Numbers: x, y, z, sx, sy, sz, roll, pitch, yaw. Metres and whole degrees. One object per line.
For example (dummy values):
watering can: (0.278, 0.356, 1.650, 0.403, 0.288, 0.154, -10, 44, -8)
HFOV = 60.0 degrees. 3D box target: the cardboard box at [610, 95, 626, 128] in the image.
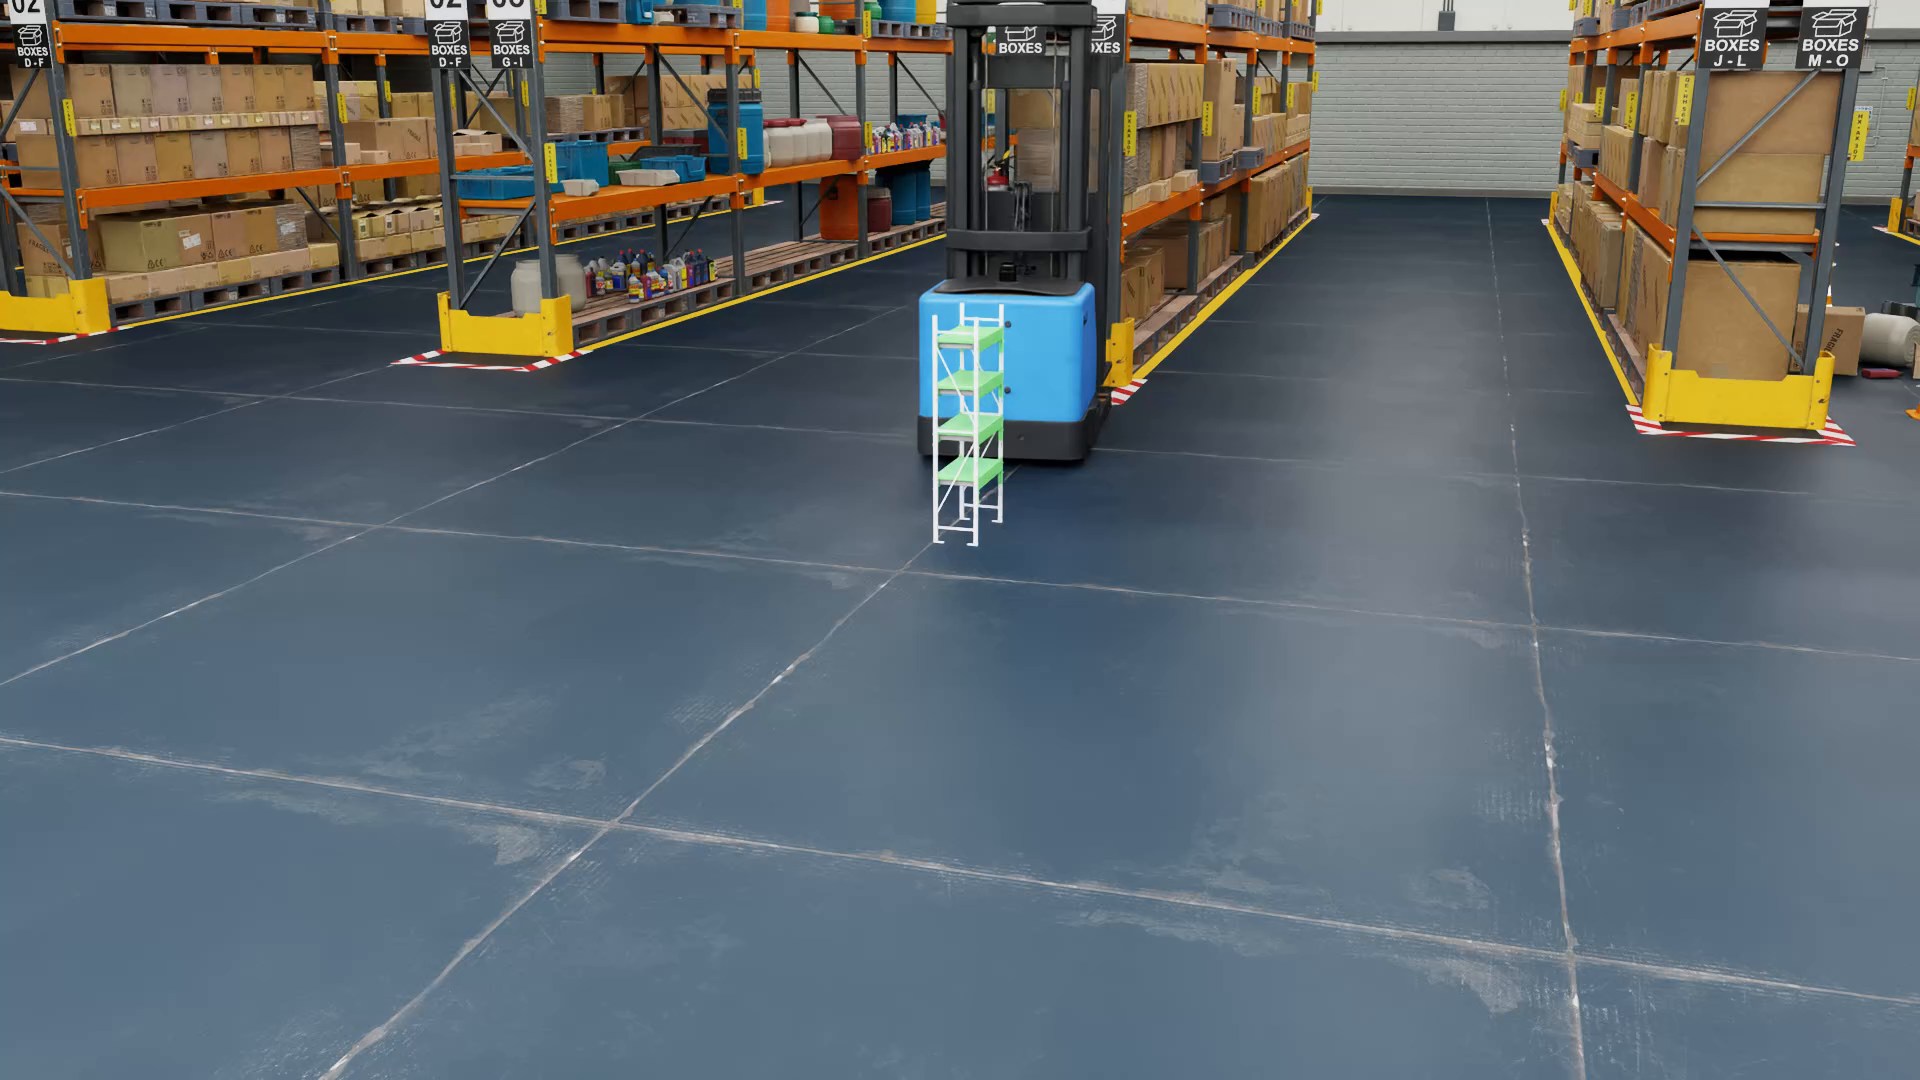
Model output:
cardboard box: (-5.670, -6.763, 26.222, 0.700, 0.500, 0.500, -1, 16, -3)

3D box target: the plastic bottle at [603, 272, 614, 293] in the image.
plastic bottle: (-3.573, -2.620, 16.892, 0.097, 0.201, 0.097, 0, 16, 0)

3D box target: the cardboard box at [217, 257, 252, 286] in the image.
cardboard box: (-7.938, -2.874, 17.735, 0.500, 0.250, 0.500, 5, 16, 16)

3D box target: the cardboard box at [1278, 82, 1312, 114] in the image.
cardboard box: (5.426, -7.180, 27.002, 0.500, 0.500, 0.500, 5, 17, 17)

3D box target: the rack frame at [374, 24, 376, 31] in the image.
rack frame: (-10.072, -9.888, 27.201, 1.000, 3.000, 0.127, 5, 16, 16)

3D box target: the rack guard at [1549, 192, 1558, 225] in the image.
rack guard: (10.017, -5.263, 26.468, 1.175, 0.500, 0.348, 5, 16, 16)

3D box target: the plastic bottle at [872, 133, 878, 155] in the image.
plastic bottle: (-1.140, -5.302, 22.238, 0.061, 0.283, 0.133, 5, 16, 16)

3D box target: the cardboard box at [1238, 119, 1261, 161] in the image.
cardboard box: (3.438, -4.957, 20.627, 0.500, 0.500, 0.500, 5, 17, 18)

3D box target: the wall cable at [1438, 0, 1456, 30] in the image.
wall cable: (10.224, -12.542, 30.662, 2.277, 5.999, 0.120, 5, 16, 16)

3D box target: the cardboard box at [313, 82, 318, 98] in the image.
cardboard box: (-10.403, -7.022, 25.949, 0.500, 0.250, 0.500, 4, 16, 15)

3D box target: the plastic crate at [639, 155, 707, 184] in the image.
plastic crate: (-2.901, -3.759, 16.857, 0.499, 0.251, 0.616, 5, 16, 16)

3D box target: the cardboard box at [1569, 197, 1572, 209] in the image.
cardboard box: (8.788, -4.739, 23.404, 0.380, 0.149, 0.250, 5, 17, 17)

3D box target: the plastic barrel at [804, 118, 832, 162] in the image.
plastic barrel: (-1.798, -4.955, 20.599, 0.421, 0.512, 0.421, 0, 16, 0)

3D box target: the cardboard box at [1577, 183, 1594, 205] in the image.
cardboard box: (8.290, -4.487, 21.587, 0.500, 0.250, 0.500, 5, 17, 17)

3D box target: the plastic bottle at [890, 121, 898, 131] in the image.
plastic bottle: (-0.996, -6.133, 25.044, 0.144, 0.351, 0.185, 5, 16, 16)

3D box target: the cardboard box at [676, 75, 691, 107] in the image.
cardboard box: (-4.772, -7.385, 27.352, 0.500, 0.500, 0.500, 4, 16, 14)

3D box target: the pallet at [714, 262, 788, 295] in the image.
pallet: (-2.661, -3.008, 19.047, 1.003, 0.211, 1.213, 5, 16, 16)

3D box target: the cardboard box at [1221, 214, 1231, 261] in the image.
cardboard box: (2.867, -3.636, 19.925, 0.700, 0.500, 0.500, 4, 16, 13)

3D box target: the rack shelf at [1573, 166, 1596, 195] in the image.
rack shelf: (8.334, -4.569, 20.761, 1.077, 0.370, 4.000, 5, 16, 16)

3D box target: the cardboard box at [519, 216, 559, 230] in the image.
cardboard box: (-6.055, -4.679, 23.602, 0.500, 0.500, 0.500, 5, 17, 18)

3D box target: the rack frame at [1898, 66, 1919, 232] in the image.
rack frame: (14.814, -6.128, 24.937, 1.000, 3.000, 0.127, 5, 16, 16)

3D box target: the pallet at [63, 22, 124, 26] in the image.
pallet: (-11.776, -6.687, 21.754, 1.213, 0.211, 1.003, 5, 16, 16)

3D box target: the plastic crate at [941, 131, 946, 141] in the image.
plastic crate: (-0.304, -6.247, 25.729, 0.396, 0.136, 0.243, 5, 16, 16)

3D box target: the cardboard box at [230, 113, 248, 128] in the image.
cardboard box: (-7.829, -4.466, 17.707, 0.380, 0.149, 0.250, 5, 17, 17)

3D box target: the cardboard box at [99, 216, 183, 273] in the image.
cardboard box: (-8.226, -2.973, 16.711, 0.500, 0.500, 0.500, 5, 16, 16)

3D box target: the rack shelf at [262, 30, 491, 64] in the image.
rack shelf: (-7.026, -6.146, 20.823, 1.077, 0.370, 4.000, 5, 16, 16)

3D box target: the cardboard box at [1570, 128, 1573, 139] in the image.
cardboard box: (8.201, -5.314, 21.760, 0.380, 0.149, 0.250, 5, 17, 16)

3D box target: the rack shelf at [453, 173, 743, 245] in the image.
rack shelf: (-3.415, -3.272, 16.185, 1.077, 0.370, 4.000, 5, 16, 16)

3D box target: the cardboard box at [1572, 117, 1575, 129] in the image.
cardboard box: (8.131, -5.392, 21.488, 0.380, 0.149, 0.250, 4, 16, 13)

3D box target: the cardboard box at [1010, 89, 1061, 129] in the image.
cardboard box: (0.685, -3.546, 13.272, 0.500, 0.500, 0.500, 5, 16, 16)

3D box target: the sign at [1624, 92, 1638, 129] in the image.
sign: (6.106, -3.904, 15.120, 0.100, 0.325, 0.005, 5, 16, 16)

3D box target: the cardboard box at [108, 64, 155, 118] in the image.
cardboard box: (-8.427, -4.425, 16.372, 0.700, 0.500, 0.500, 4, 16, 14)

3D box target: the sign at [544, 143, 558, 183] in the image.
sign: (-3.457, -3.184, 14.050, 0.100, 0.325, 0.005, 5, 16, 16)

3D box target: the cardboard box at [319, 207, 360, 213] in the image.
cardboard box: (-7.613, -3.940, 20.464, 0.500, 0.311, 0.500, 5, 17, 17)

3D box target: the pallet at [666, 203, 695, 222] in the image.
pallet: (-5.125, -5.457, 27.682, 1.003, 0.211, 1.213, 5, 16, 16)

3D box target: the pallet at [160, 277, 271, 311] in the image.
pallet: (-8.206, -2.660, 17.819, 1.003, 0.211, 1.213, 5, 16, 16)

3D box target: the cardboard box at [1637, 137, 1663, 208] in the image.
cardboard box: (6.134, -3.043, 13.785, 0.875, 0.550, 0.550, 5, 16, 16)

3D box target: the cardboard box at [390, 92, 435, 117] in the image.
cardboard box: (-9.689, -7.478, 29.146, 0.980, 0.700, 0.700, 4, 16, 14)

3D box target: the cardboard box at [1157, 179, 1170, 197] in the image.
cardboard box: (1.682, -3.166, 14.953, 0.380, 0.149, 0.250, 5, 16, 16)

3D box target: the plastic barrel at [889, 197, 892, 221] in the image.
plastic barrel: (-1.192, -4.772, 23.946, 0.421, 0.512, 0.421, 0, 16, 0)

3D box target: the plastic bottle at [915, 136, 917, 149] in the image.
plastic bottle: (-0.667, -5.715, 23.845, 0.097, 0.201, 0.097, 0, 16, 0)

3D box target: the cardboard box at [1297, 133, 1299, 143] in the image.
cardboard box: (5.020, -6.188, 25.611, 0.380, 0.149, 0.250, 4, 16, 14)

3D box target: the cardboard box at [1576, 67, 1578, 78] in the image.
cardboard box: (9.077, -6.523, 23.771, 0.500, 0.500, 0.500, 5, 17, 17)

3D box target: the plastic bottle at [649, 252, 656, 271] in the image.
plastic bottle: (-3.358, -2.991, 18.070, 0.097, 0.271, 0.097, 0, 16, 0)

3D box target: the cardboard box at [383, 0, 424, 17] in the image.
cardboard box: (-6.993, -6.594, 20.590, 0.500, 0.250, 0.500, 3, 16, 11)

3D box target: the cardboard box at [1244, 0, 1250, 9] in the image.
cardboard box: (3.008, -6.256, 18.791, 0.500, 0.500, 0.500, 5, 16, 16)

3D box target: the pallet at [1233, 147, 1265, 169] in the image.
pallet: (2.938, -4.516, 19.607, 1.213, 0.211, 1.003, 5, 16, 16)

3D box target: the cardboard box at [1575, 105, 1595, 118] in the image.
cardboard box: (8.055, -5.466, 21.205, 0.380, 0.149, 0.250, 4, 16, 15)

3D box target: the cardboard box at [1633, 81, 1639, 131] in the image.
cardboard box: (7.052, -4.272, 16.379, 0.700, 0.500, 0.500, 5, 17, 16)

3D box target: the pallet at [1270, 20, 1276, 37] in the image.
pallet: (3.486, -6.621, 21.524, 1.003, 0.211, 1.213, 5, 17, 18)

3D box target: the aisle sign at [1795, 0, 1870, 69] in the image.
aisle sign: (5.760, -3.508, 10.936, 0.394, 0.787, 0.004, 5, 16, 16)

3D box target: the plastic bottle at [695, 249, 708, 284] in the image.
plastic bottle: (-2.753, -2.887, 17.560, 0.144, 0.351, 0.185, 4, 16, 14)

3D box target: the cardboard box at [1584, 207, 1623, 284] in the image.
cardboard box: (7.261, -3.131, 17.723, 1.050, 0.750, 0.750, 5, 17, 17)

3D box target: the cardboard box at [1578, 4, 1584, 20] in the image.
cardboard box: (9.220, -7.602, 23.994, 0.500, 0.250, 0.500, 4, 16, 14)

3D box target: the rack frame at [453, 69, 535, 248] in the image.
rack frame: (-6.458, -5.572, 22.979, 1.000, 3.000, 0.127, 5, 16, 16)

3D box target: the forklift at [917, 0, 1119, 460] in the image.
forklift: (0.491, -2.261, 11.428, 1.130, 2.935, 3.031, 3, 16, 9)

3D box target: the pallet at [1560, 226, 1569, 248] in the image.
pallet: (9.059, -4.276, 23.517, 1.003, 0.211, 1.213, 5, 16, 16)

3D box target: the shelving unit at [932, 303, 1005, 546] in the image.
shelving unit: (0.047, -0.621, 8.818, 0.258, 1.200, 0.503, 5, 16, 16)
